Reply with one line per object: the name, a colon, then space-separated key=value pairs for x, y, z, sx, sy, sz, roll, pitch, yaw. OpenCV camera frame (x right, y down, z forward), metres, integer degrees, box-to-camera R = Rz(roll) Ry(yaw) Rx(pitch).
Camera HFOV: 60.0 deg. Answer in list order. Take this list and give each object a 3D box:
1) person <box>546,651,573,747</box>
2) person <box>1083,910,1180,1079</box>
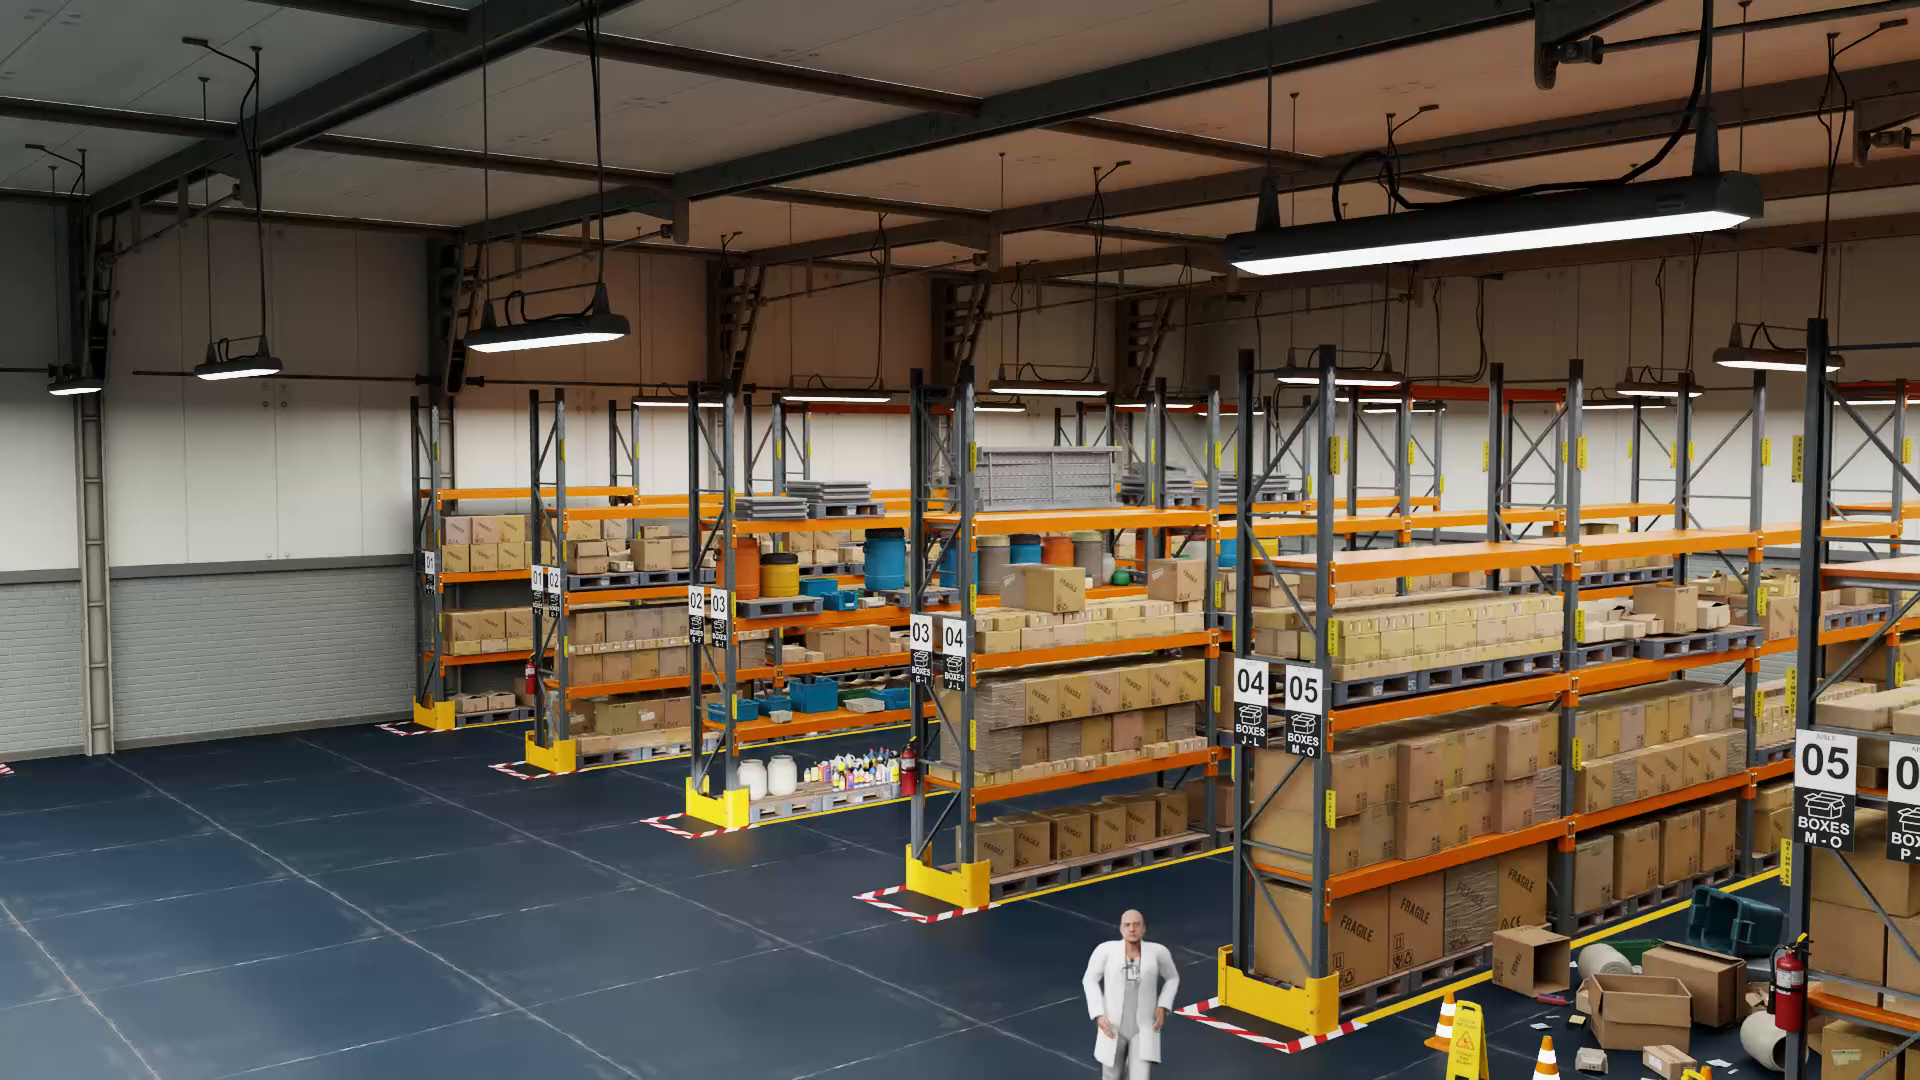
person: x=-6.748 y=2.666 z=28.331 sx=0.586 sy=1.721 sz=0.736 roll=3 pitch=4 yaw=37
person: x=1.260 y=3.592 z=12.286 sx=0.711 sy=1.753 sz=0.946 roll=1 pitch=3 yaw=10
